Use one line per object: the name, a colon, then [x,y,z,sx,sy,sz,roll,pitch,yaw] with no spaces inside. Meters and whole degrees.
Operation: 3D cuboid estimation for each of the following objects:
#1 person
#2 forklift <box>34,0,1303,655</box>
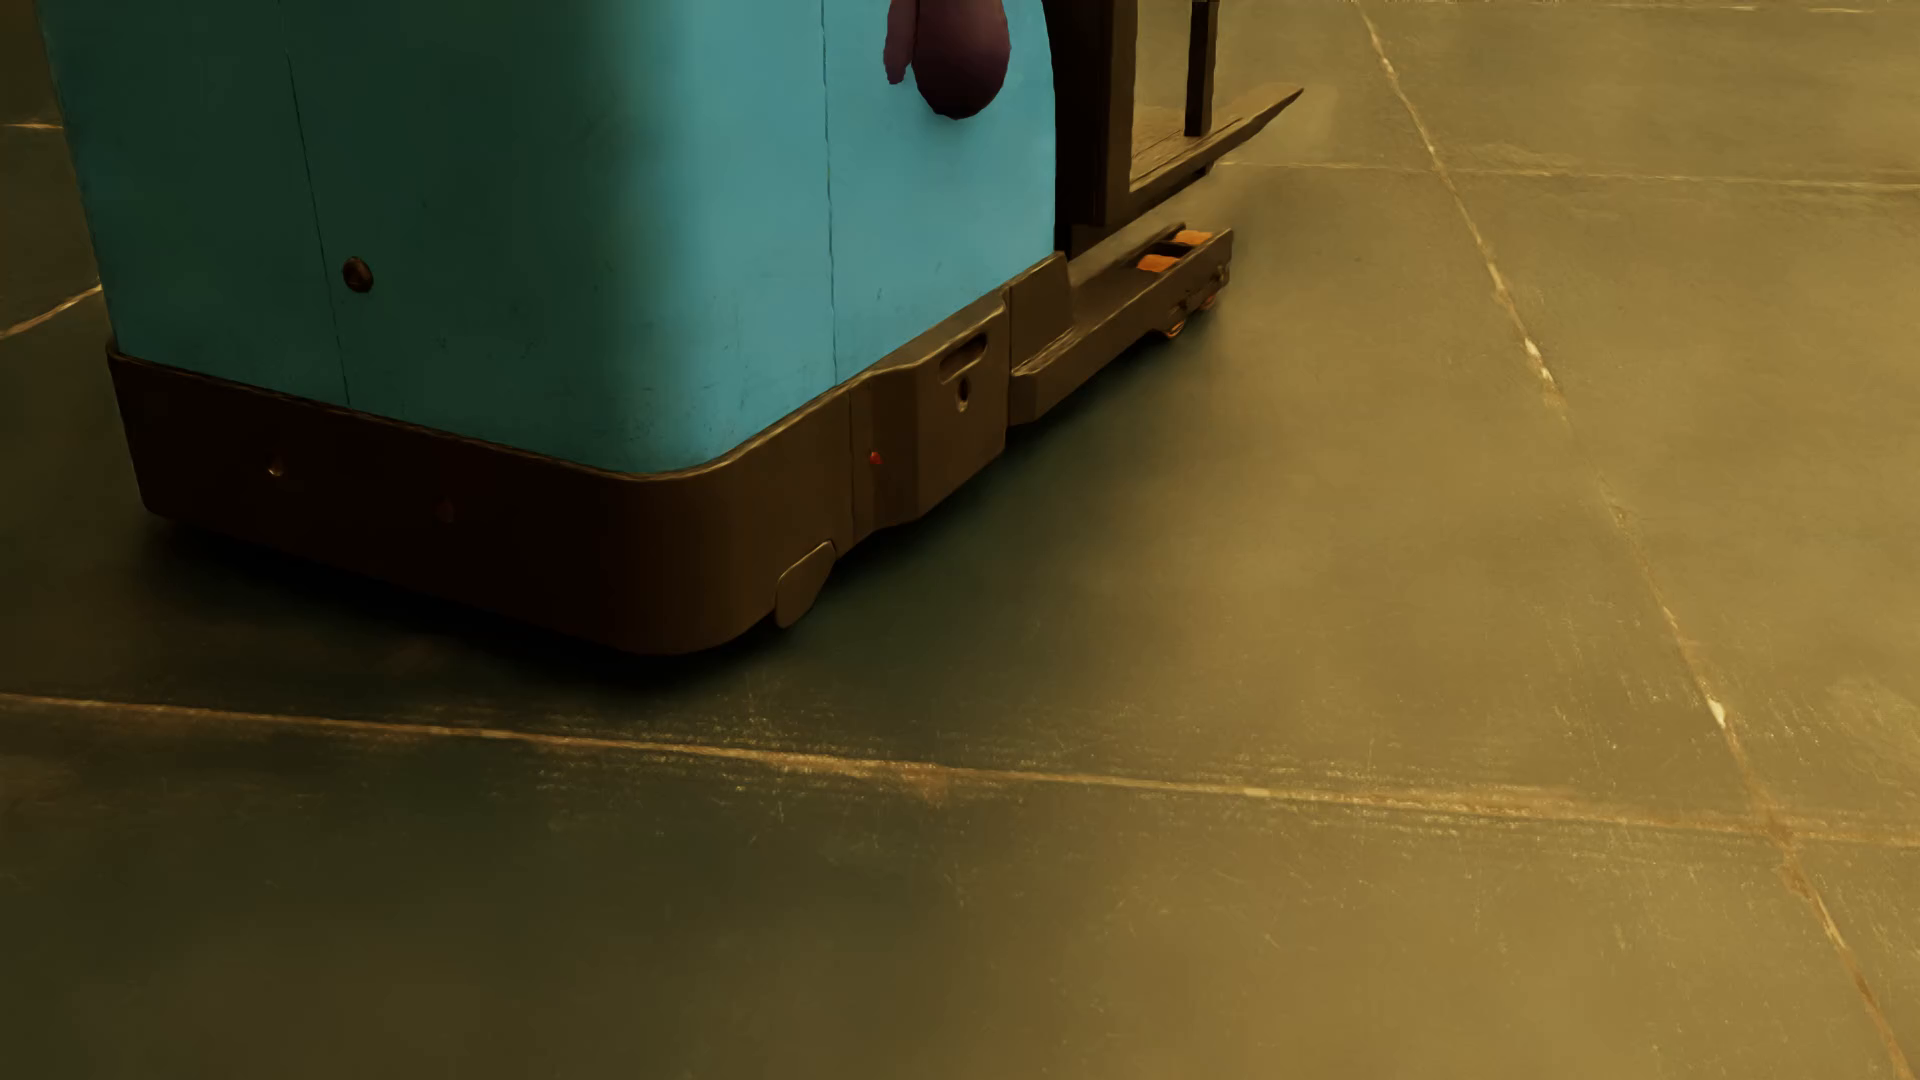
person: [-0.191,-0.865,2.438,0.742,1.436,0.811,-19,32,-33]
forklift: [-0.087,-1.794,2.814,1.130,2.935,3.031,13,29,24]
